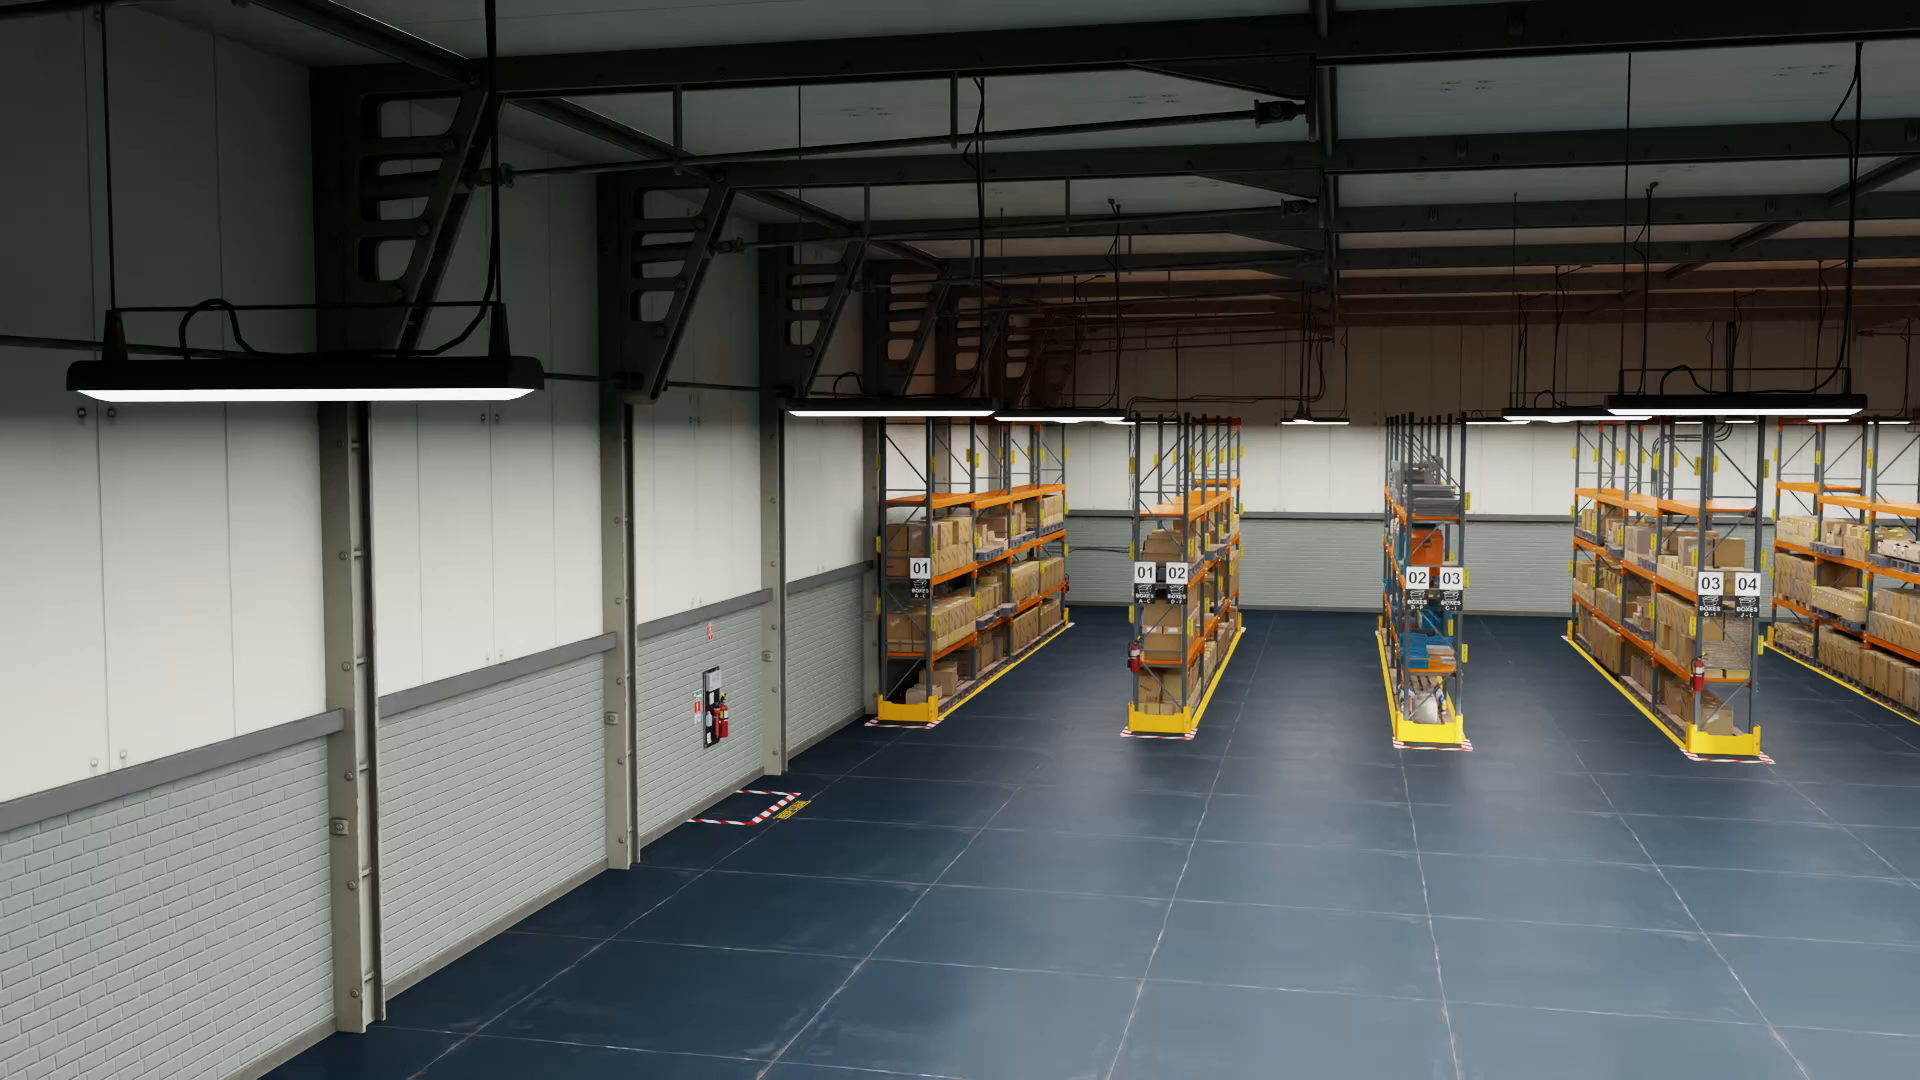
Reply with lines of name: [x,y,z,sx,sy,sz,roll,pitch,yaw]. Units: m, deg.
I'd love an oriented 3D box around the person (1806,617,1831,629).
person: [22.825,1.885,44.386,1.000,1.611,0.447,3,5,38]

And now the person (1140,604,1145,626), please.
person: [5.458,1.624,47.762,0.587,1.802,0.620,0,4,-1]
